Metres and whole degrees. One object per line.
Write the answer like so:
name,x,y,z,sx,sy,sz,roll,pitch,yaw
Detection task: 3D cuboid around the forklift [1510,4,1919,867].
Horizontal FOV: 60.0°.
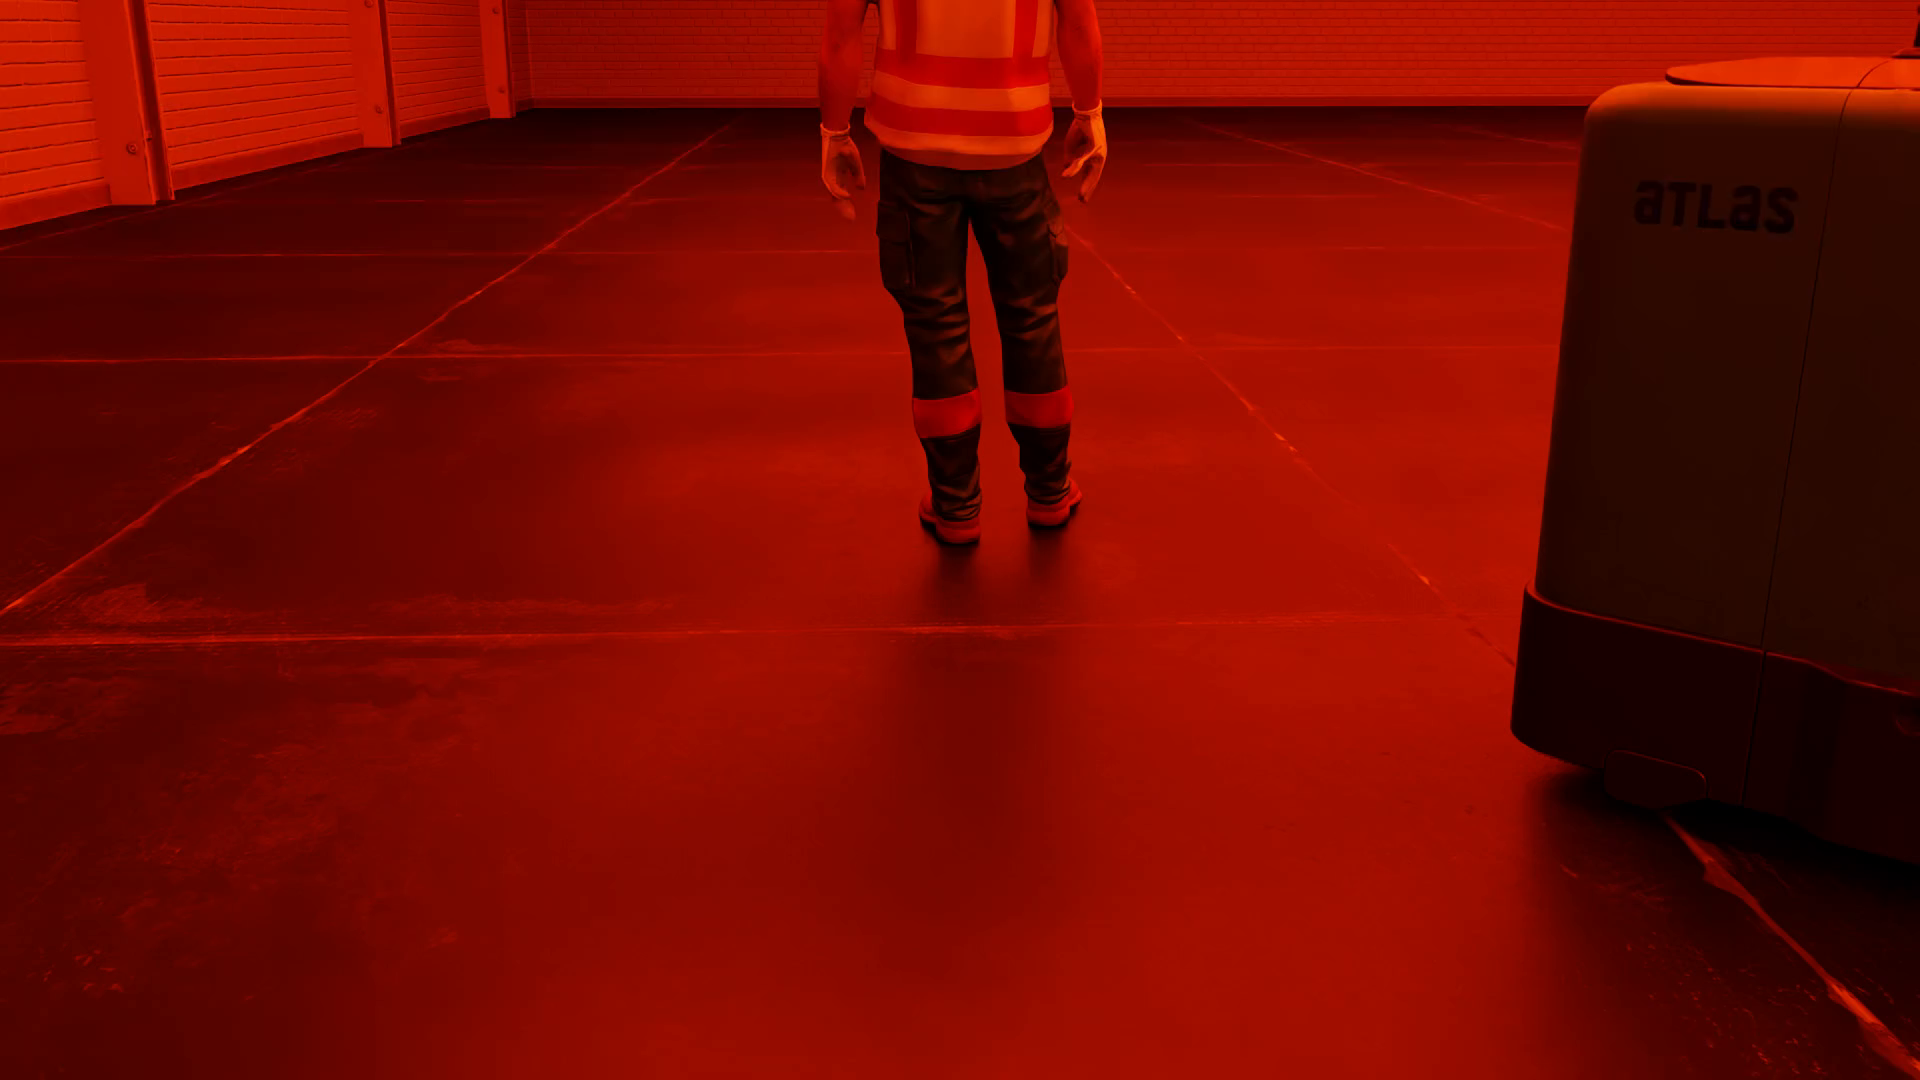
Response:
forklift,2.340,-0.852,1.692,3.031,2.935,1.130,14,22,38

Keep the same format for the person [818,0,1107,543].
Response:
person,0.008,-0.886,3.732,0.637,1.790,0.562,-1,17,-3
